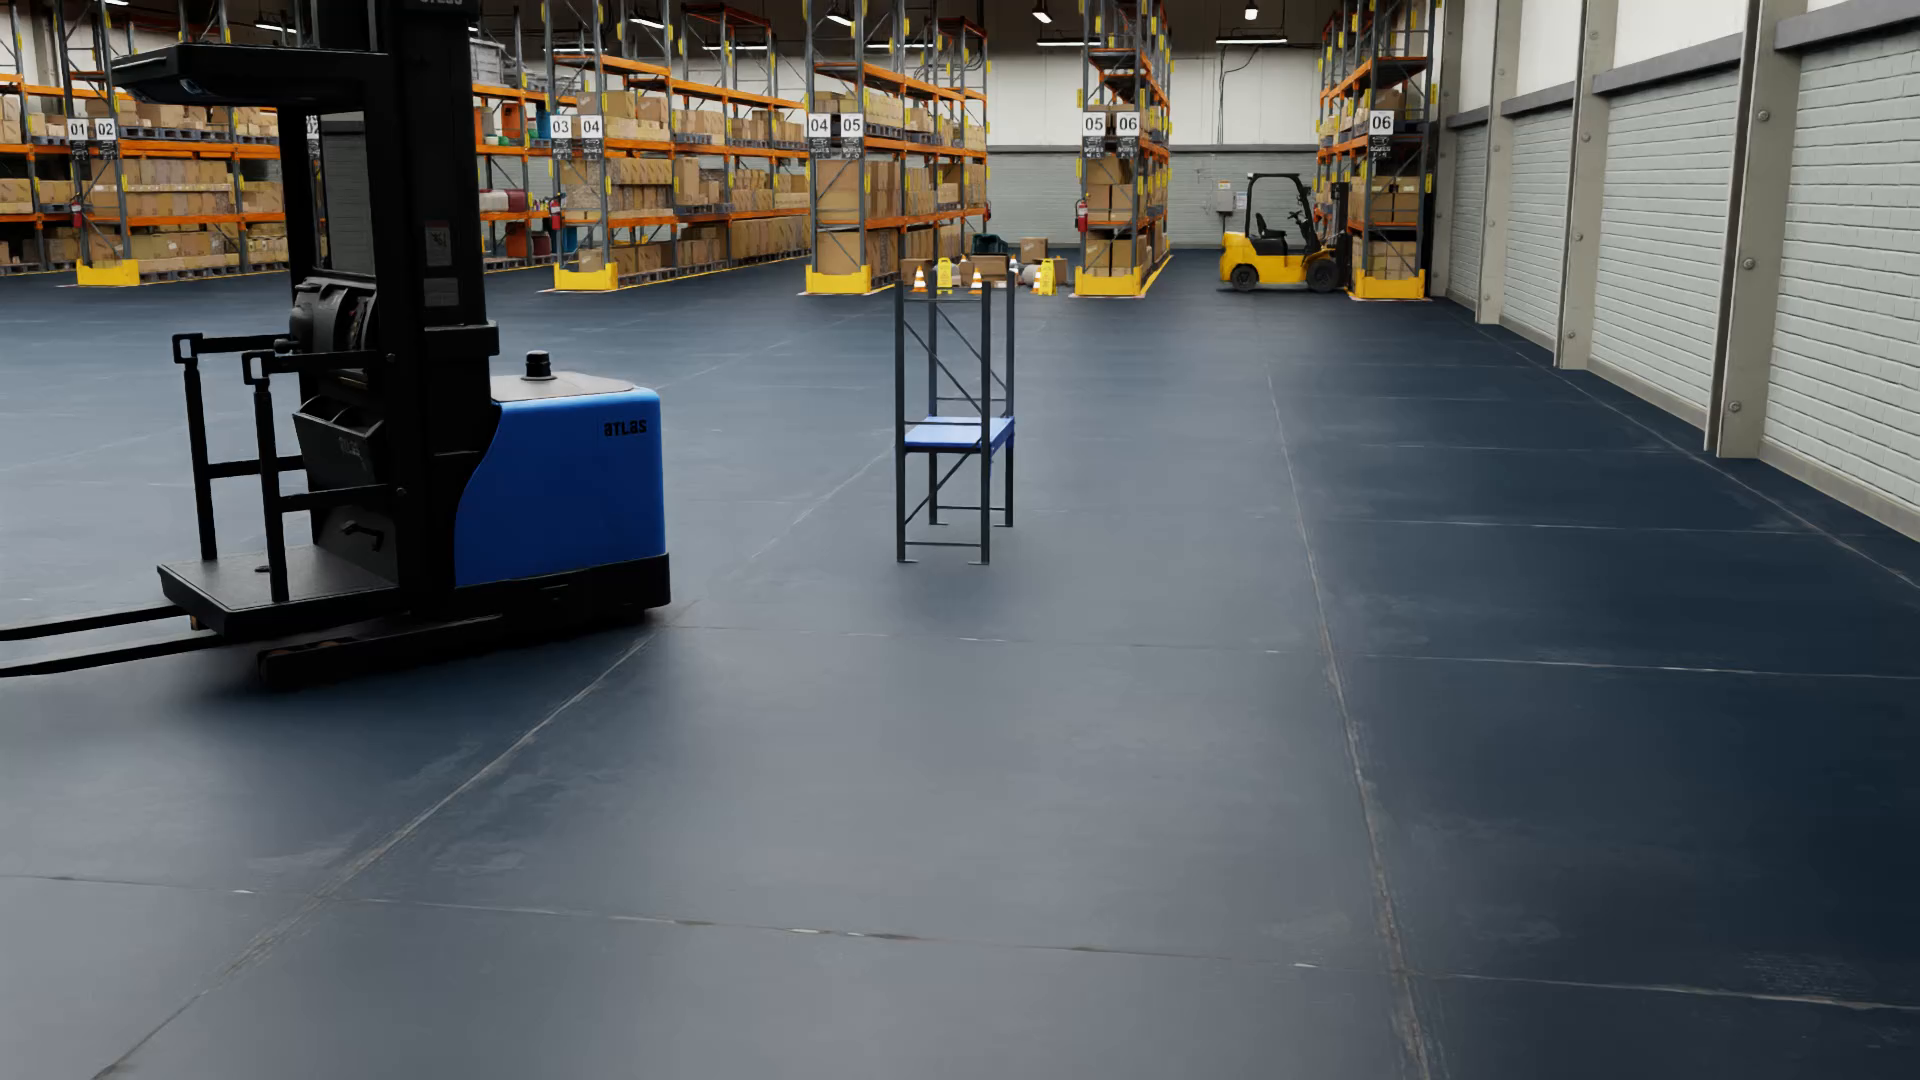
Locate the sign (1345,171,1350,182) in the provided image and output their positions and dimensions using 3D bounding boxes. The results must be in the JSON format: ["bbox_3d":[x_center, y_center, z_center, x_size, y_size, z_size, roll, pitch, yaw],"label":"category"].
[{"bbox_3d":[7.654,-7.121,32.855,0.100,0.325,0.005,2,12,9],"label":"sign"}]

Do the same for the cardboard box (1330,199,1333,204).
[{"bbox_3d":[8.529,-7.642,37.435,0.380,0.149,0.250,2,12,10],"label":"cardboard box"}]

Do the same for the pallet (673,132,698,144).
[{"bbox_3d":[-6.305,-8.559,35.413,1.213,0.211,1.003,2,12,9],"label":"pallet"}]

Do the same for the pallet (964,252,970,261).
[{"bbox_3d":[-0.321,-7.321,42.961,1.003,0.211,1.213,2,12,9],"label":"pallet"}]

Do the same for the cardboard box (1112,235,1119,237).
[{"bbox_3d":[2.858,-5.740,32.758,0.500,0.500,0.500,2,12,11],"label":"cardboard box"}]

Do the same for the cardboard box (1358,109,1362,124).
[{"bbox_3d":[7.664,-7.934,31.152,0.396,0.266,0.258,2,12,7],"label":"cardboard box"}]

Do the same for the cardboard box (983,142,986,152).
[{"bbox_3d":[0.417,-10.665,45.098,0.500,0.250,0.500,2,12,7],"label":"cardboard box"}]

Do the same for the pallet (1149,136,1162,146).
[{"bbox_3d":[3.948,-9.081,37.837,1.213,0.211,1.003,2,12,11],"label":"pallet"}]

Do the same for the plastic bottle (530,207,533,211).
[{"bbox_3d":[-10.398,-8.071,40.120,0.152,0.276,0.135,2,12,9],"label":"plastic bottle"}]

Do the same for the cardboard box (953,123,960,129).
[{"bbox_3d":[-0.106,-10.428,41.863,0.380,0.149,0.250,2,12,8],"label":"cardboard box"}]

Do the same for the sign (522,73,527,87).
[{"bbox_3d":[-10.240,-10.811,39.064,0.100,0.325,0.005,2,12,9],"label":"sign"}]

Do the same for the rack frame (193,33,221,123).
[{"bbox_3d":[-19.958,-12.139,44.459,1.000,3.000,0.127,2,12,9],"label":"rack frame"}]

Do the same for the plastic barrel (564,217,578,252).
[{"bbox_3d":[-10.270,-7.952,43.255,0.600,0.901,0.708,2,12,9],"label":"plastic barrel"}]

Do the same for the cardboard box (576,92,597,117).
[{"bbox_3d":[-7.132,-8.462,32.390,0.500,0.500,0.500,2,12,9],"label":"cardboard box"}]

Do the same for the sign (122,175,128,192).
[{"bbox_3d":[-16.361,-6.991,32.570,0.100,0.325,0.005,2,12,9],"label":"sign"}]

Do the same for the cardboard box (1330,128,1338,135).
[{"bbox_3d":[8.772,-9.471,38.562,0.380,0.149,0.250,2,12,10],"label":"cardboard box"}]

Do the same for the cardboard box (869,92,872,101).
[{"bbox_3d":[-1.830,-8.144,30.510,0.380,0.149,0.250,2,12,9],"label":"cardboard box"}]

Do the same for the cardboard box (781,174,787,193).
[{"bbox_3d":[-4.865,-9.357,43.661,0.500,0.500,0.500,2,12,9],"label":"cardboard box"}]

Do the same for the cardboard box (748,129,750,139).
[{"bbox_3d":[-5.533,-10.127,41.460,0.500,0.311,0.500,1,12,7],"label":"cardboard box"}]

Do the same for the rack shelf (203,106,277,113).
[{"bbox_3d":[-19.651,-12.008,46.509,1.077,0.370,4.000,2,12,9],"label":"rack shelf"}]

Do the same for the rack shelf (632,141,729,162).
[{"bbox_3d":[-6.198,-8.590,36.821,1.077,0.370,4.000,2,12,9],"label":"rack shelf"}]

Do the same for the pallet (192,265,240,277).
[{"bbox_3d":[-16.457,-5.854,36.154,1.003,0.211,1.213,2,12,9],"label":"pallet"}]

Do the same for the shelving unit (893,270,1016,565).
[{"bbox_3d":[-0.013,-0.715,9.253,0.538,1.500,1.048,2,12,9],"label":"shelving unit"}]

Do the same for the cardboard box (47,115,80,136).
[{"bbox_3d":[-20.836,-9.629,38.700,0.500,0.500,0.500,1,12,7],"label":"cardboard box"}]

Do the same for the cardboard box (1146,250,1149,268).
[{"bbox_3d":[3.472,-5.918,35.074,0.950,0.372,0.625,3,12,12],"label":"cardboard box"}]

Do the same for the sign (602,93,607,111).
[{"bbox_3d":[-6.584,-8.103,30.776,0.100,0.325,0.005,2,12,9],"label":"sign"}]

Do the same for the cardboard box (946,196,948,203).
[{"bbox_3d":[-0.493,-8.209,40.066,0.380,0.149,0.250,1,12,7],"label":"cardboard box"}]

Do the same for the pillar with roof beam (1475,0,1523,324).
[{"bbox_3d":[3.398,-7.684,23.790,9.100,9.000,0.400,2,12,9],"label":"pillar with roof beam"}]

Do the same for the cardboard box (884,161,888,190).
[{"bbox_3d":[-1.899,-7.177,32.756,0.875,0.550,0.550,2,12,9],"label":"cardboard box"}]

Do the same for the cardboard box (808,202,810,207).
[{"bbox_3d":[-4.389,-9.350,46.353,0.380,0.149,0.250,2,12,10],"label":"cardboard box"}]

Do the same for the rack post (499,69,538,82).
[{"bbox_3d":[-10.713,-11.100,39.820,0.954,0.300,0.937,2,12,9],"label":"rack post"}]

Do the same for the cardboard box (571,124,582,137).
[{"bbox_3d":[-7.297,-7.728,31.469,0.500,0.250,0.500,2,12,10],"label":"cardboard box"}]

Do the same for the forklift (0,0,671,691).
[{"bbox_3d":[-2.820,-0.951,6.950,3.031,2.935,1.130,-10,16,-38],"label":"forklift"}]

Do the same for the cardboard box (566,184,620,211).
[{"bbox_3d":[-7.009,-6.534,31.751,0.875,0.500,0.500,2,12,9],"label":"cardboard box"}]

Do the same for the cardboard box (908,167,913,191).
[{"bbox_3d":[-1.394,-7.731,35.636,0.700,0.500,0.500,2,12,9],"label":"cardboard box"}]

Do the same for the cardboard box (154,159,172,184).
[{"bbox_3d":[-16.664,-7.554,34.107,0.700,0.500,0.500,2,12,9],"label":"cardboard box"}]

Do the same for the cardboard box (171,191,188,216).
[{"bbox_3d":[-16.589,-7.016,34.693,0.700,0.500,0.500,2,12,10],"label":"cardboard box"}]

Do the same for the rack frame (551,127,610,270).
[{"bbox_3d":[-7.121,-6.227,31.266,1.000,3.000,0.127,2,12,9],"label":"rack frame"}]

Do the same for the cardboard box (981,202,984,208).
[{"bbox_3d":[0.455,-9.176,45.546,0.380,0.149,0.250,2,12,9],"label":"cardboard box"}]

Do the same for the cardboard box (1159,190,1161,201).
[{"bbox_3d":[4.484,-8.155,39.385,0.500,0.250,0.500,2,12,10],"label":"cardboard box"}]

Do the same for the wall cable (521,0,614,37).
[{"bbox_3d":[-12.389,-17.124,52.176,3.097,2.526,0.112,2,12,9],"label":"wall cable"}]

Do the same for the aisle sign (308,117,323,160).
[{"bbox_3d":[-12.319,-7.653,31.712,0.394,0.787,0.004,2,12,9],"label":"aisle sign"}]

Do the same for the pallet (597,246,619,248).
[{"bbox_3d":[-9.719,-8.184,46.968,1.003,0.211,1.213,2,12,9],"label":"pallet"}]

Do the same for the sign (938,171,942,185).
[{"bbox_3d":[-0.456,-8.259,37.948,0.100,0.325,0.005,2,12,9],"label":"sign"}]

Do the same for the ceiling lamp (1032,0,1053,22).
[{"bbox_3d":[2.231,-14.087,39.642,0.800,3.185,2.000,2,12,9],"label":"ceiling lamp"}]

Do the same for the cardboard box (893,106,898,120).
[{"bbox_3d":[-1.520,-8.454,32.897,0.500,0.250,0.500,2,12,8],"label":"cardboard box"}]

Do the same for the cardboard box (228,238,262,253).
[{"bbox_3d":[-15.984,-6.594,37.170,0.500,0.311,0.500,2,12,9],"label":"cardboard box"}]

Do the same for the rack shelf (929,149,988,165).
[{"bbox_3d":[-0.082,-10.074,43.705,1.077,0.370,4.000,2,12,9],"label":"rack shelf"}]

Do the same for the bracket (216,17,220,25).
[{"bbox_3d":[-20.291,-14.147,45.233,0.235,0.232,0.430,2,12,9],"label":"bracket"}]

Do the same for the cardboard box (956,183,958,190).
[{"bbox_3d":[-0.258,-8.826,41.516,0.380,0.149,0.250,2,12,11],"label":"cardboard box"}]
